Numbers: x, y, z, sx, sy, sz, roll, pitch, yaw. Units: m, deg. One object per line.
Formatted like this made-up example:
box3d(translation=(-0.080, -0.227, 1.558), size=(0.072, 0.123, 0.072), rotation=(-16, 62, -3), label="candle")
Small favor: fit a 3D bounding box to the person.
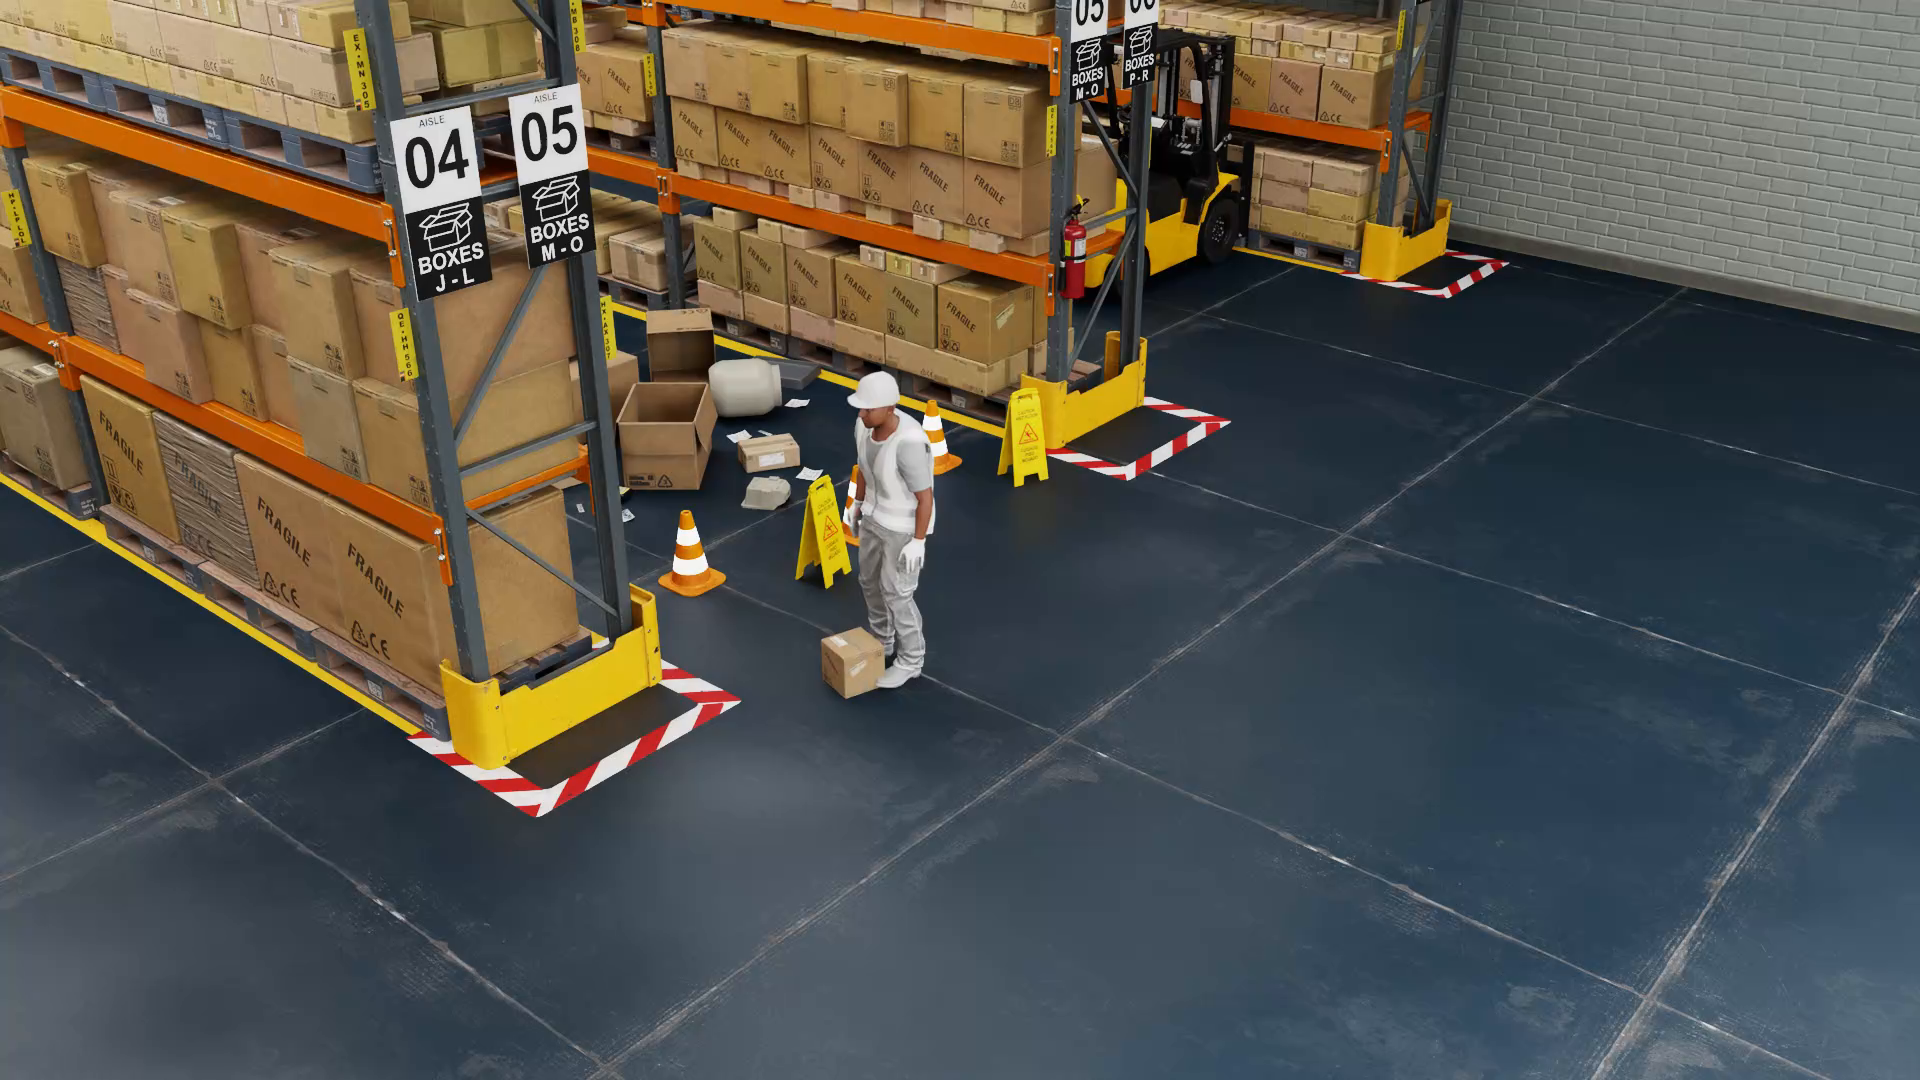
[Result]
box3d(translation=(-0.378, -0.073, 8.750), size=(0.451, 1.773, 0.623), rotation=(-18, 32, -31), label="person")
